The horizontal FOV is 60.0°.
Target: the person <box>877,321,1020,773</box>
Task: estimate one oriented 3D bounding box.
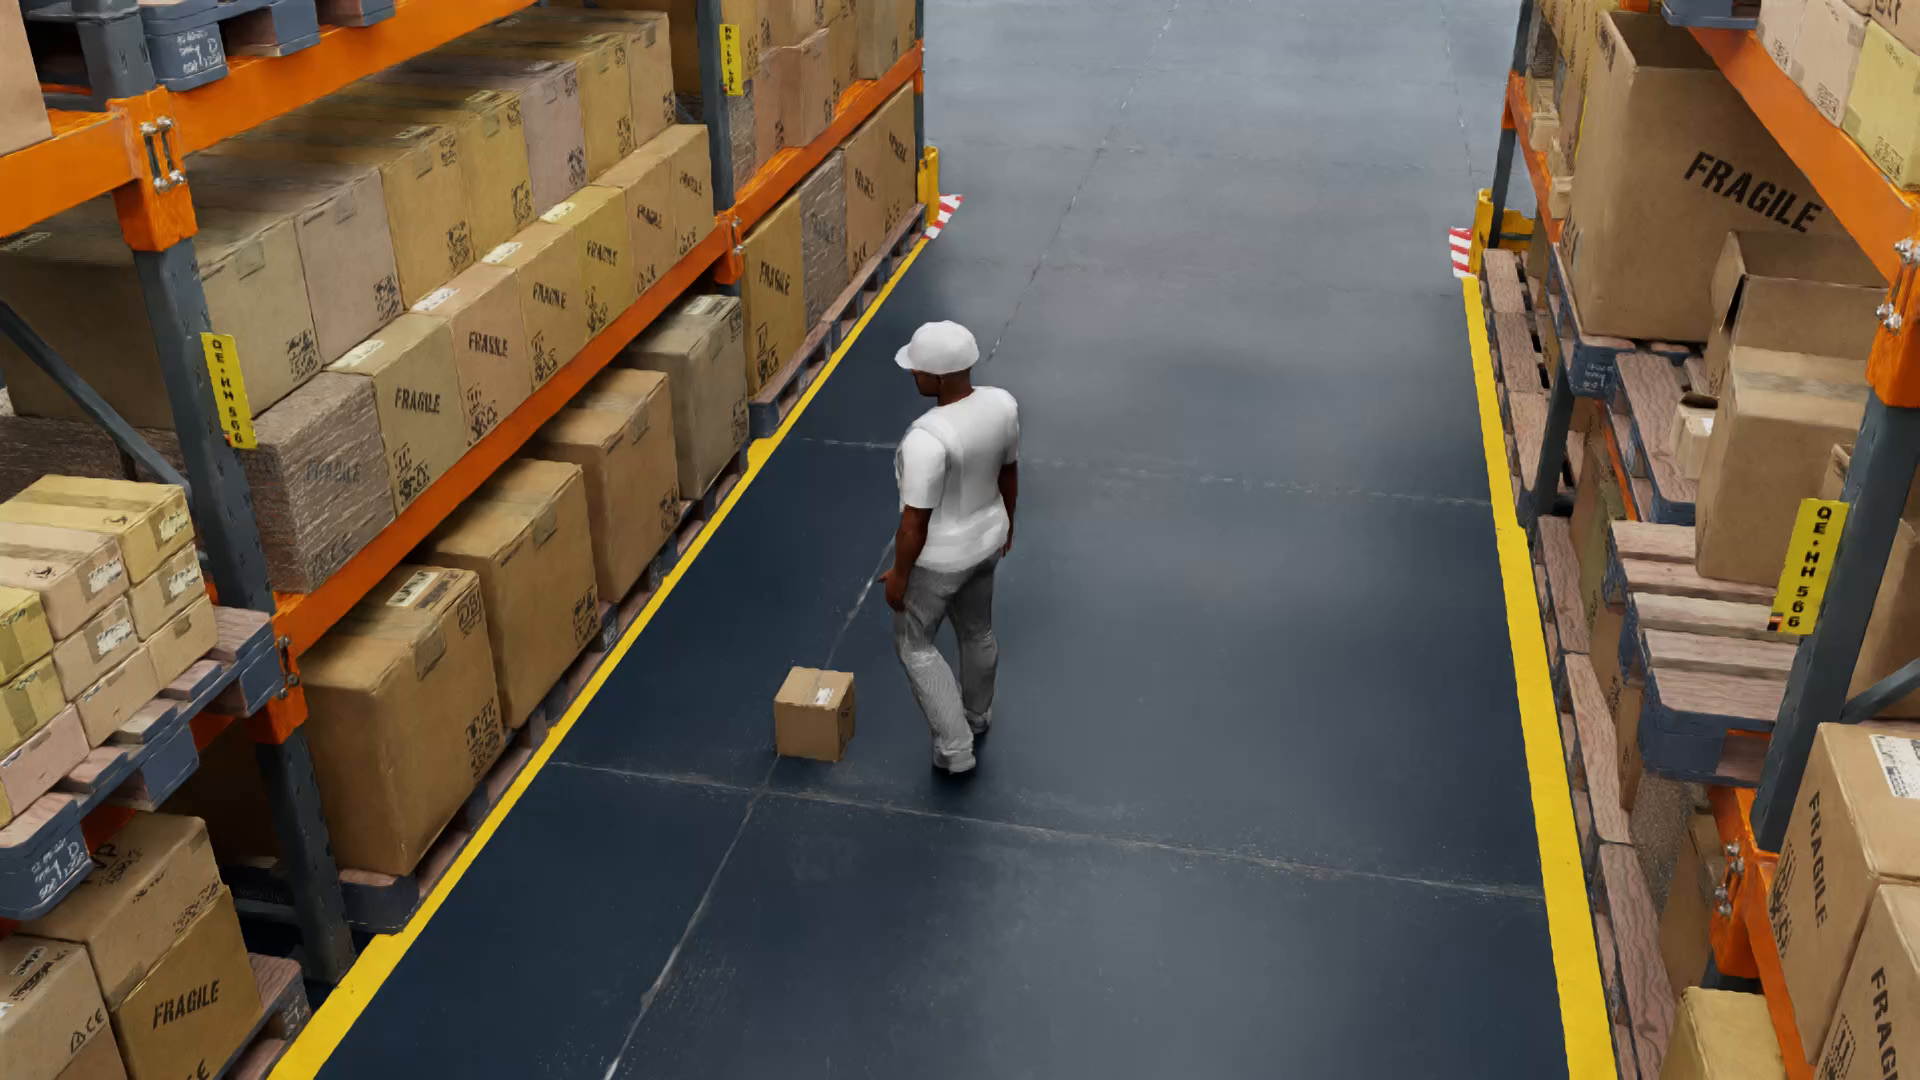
[{"bbox_3d":[-0.020,0.020,6.068,0.523,1.763,0.627,23,36,35],"label":"person"}]
